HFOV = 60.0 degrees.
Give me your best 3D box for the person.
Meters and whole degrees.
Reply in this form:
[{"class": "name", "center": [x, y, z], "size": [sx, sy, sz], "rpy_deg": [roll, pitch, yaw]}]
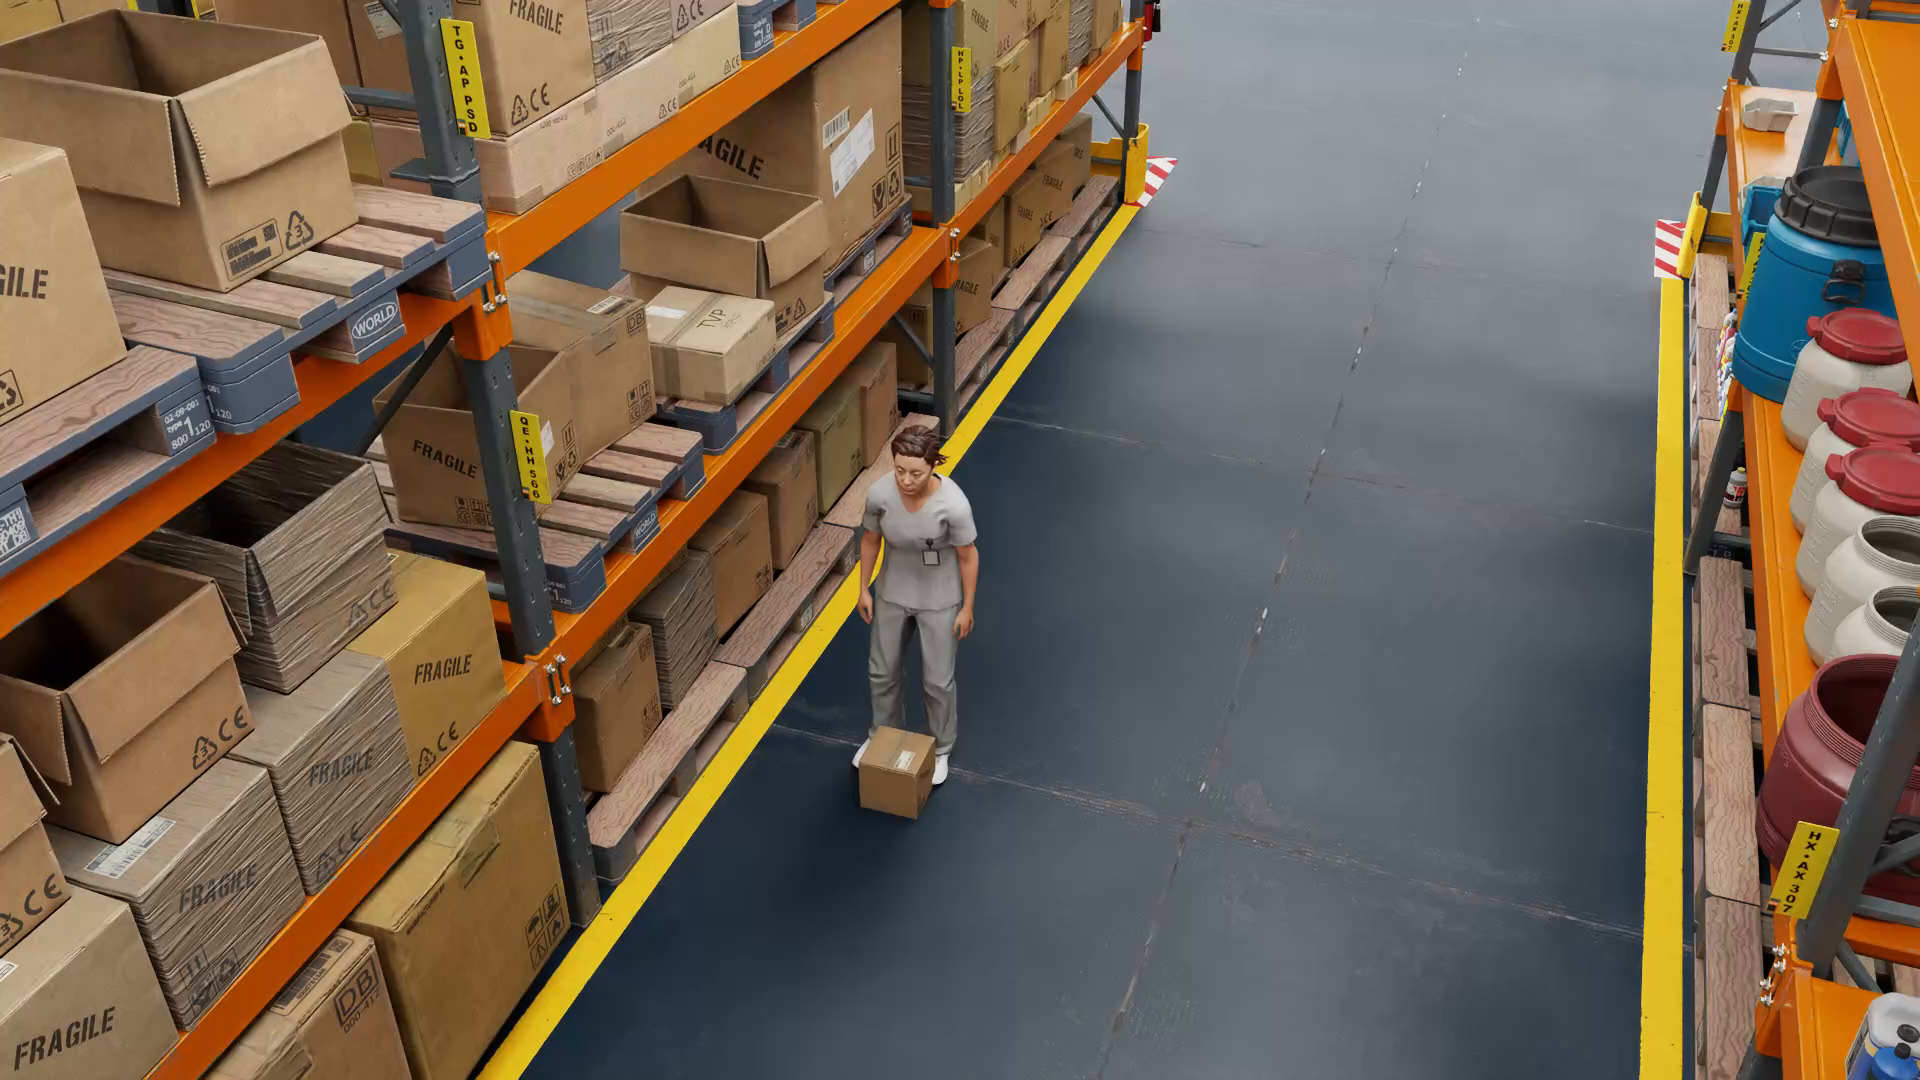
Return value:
[{"class": "person", "center": [-0.184, 0.256, 6.771], "size": [0.500, 1.652, 0.351], "rpy_deg": [11, 35, 16]}]
